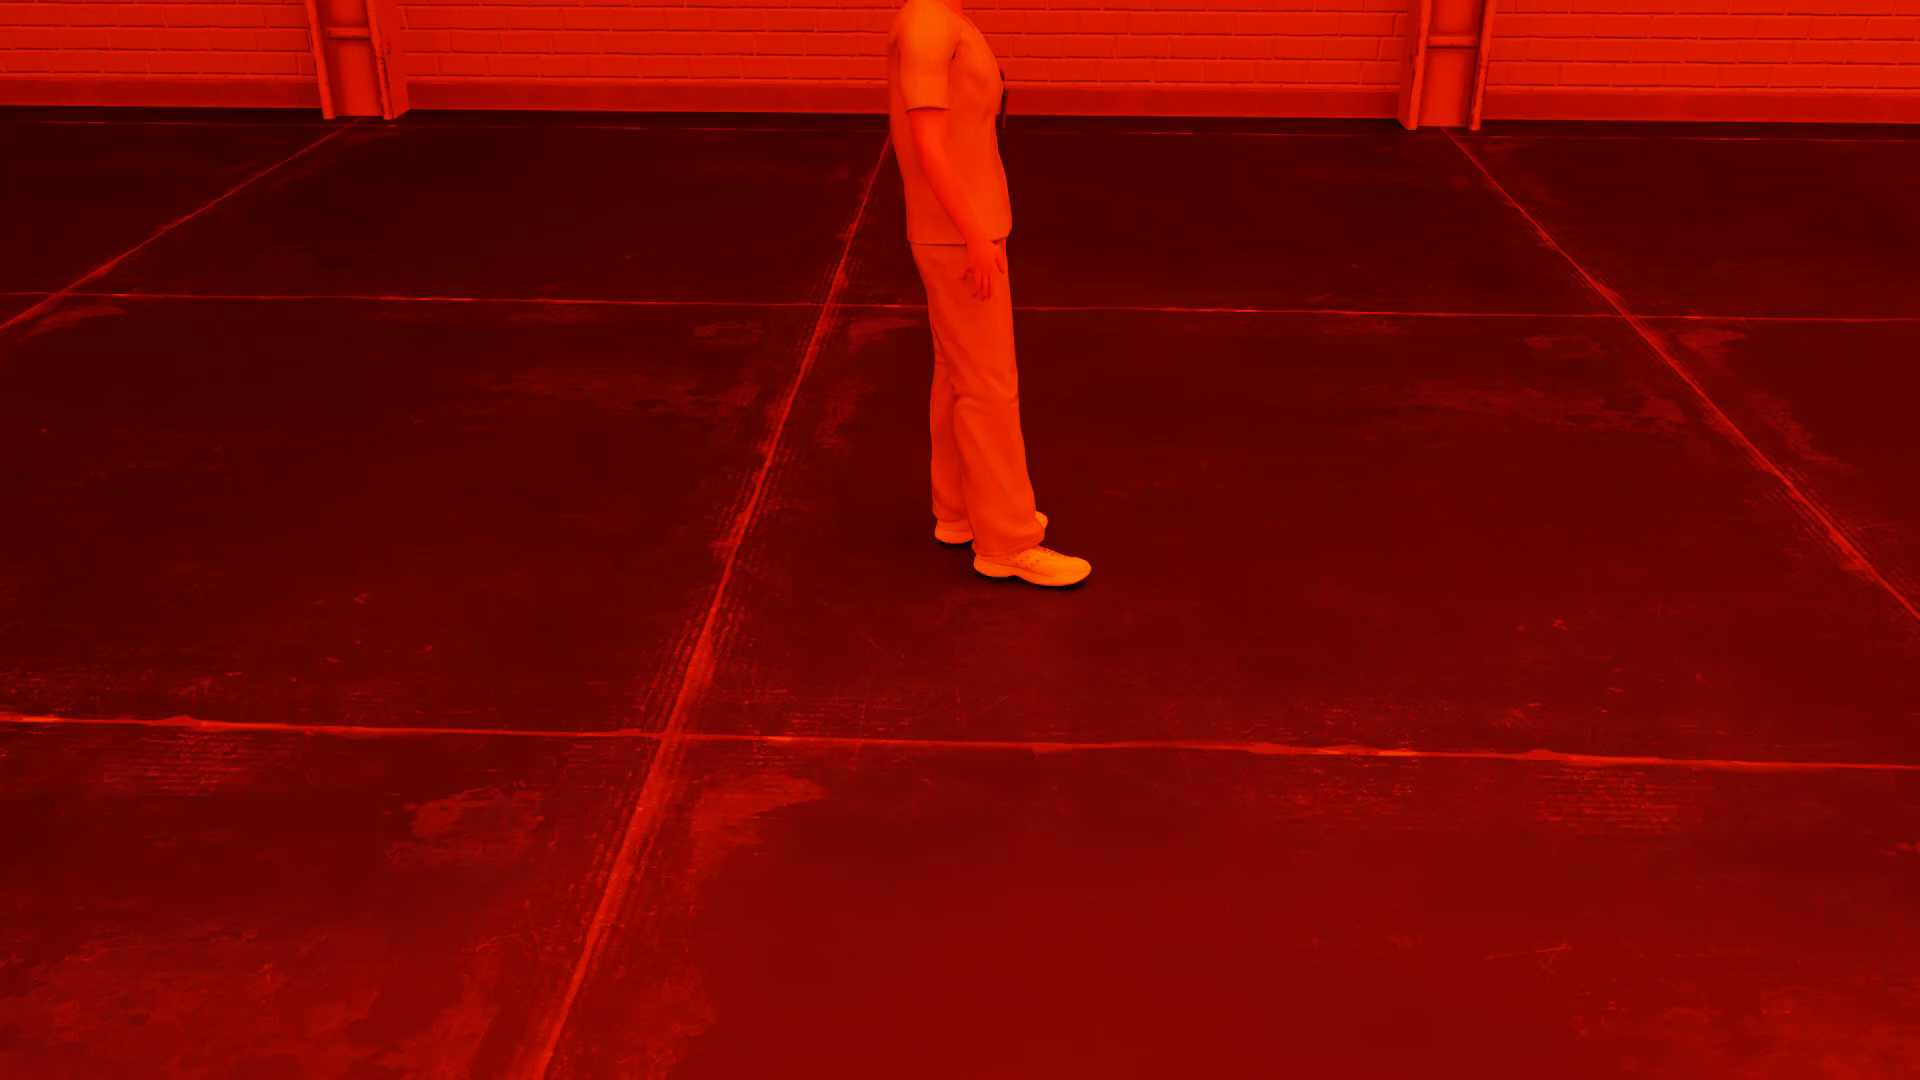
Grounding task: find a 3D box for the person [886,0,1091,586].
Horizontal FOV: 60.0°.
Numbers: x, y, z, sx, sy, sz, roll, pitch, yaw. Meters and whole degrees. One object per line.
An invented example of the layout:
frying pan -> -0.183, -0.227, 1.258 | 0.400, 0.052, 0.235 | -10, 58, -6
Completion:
person -> 0.073, -0.751, 4.132 | 0.548, 1.673, 0.549 | 1, 26, 2
